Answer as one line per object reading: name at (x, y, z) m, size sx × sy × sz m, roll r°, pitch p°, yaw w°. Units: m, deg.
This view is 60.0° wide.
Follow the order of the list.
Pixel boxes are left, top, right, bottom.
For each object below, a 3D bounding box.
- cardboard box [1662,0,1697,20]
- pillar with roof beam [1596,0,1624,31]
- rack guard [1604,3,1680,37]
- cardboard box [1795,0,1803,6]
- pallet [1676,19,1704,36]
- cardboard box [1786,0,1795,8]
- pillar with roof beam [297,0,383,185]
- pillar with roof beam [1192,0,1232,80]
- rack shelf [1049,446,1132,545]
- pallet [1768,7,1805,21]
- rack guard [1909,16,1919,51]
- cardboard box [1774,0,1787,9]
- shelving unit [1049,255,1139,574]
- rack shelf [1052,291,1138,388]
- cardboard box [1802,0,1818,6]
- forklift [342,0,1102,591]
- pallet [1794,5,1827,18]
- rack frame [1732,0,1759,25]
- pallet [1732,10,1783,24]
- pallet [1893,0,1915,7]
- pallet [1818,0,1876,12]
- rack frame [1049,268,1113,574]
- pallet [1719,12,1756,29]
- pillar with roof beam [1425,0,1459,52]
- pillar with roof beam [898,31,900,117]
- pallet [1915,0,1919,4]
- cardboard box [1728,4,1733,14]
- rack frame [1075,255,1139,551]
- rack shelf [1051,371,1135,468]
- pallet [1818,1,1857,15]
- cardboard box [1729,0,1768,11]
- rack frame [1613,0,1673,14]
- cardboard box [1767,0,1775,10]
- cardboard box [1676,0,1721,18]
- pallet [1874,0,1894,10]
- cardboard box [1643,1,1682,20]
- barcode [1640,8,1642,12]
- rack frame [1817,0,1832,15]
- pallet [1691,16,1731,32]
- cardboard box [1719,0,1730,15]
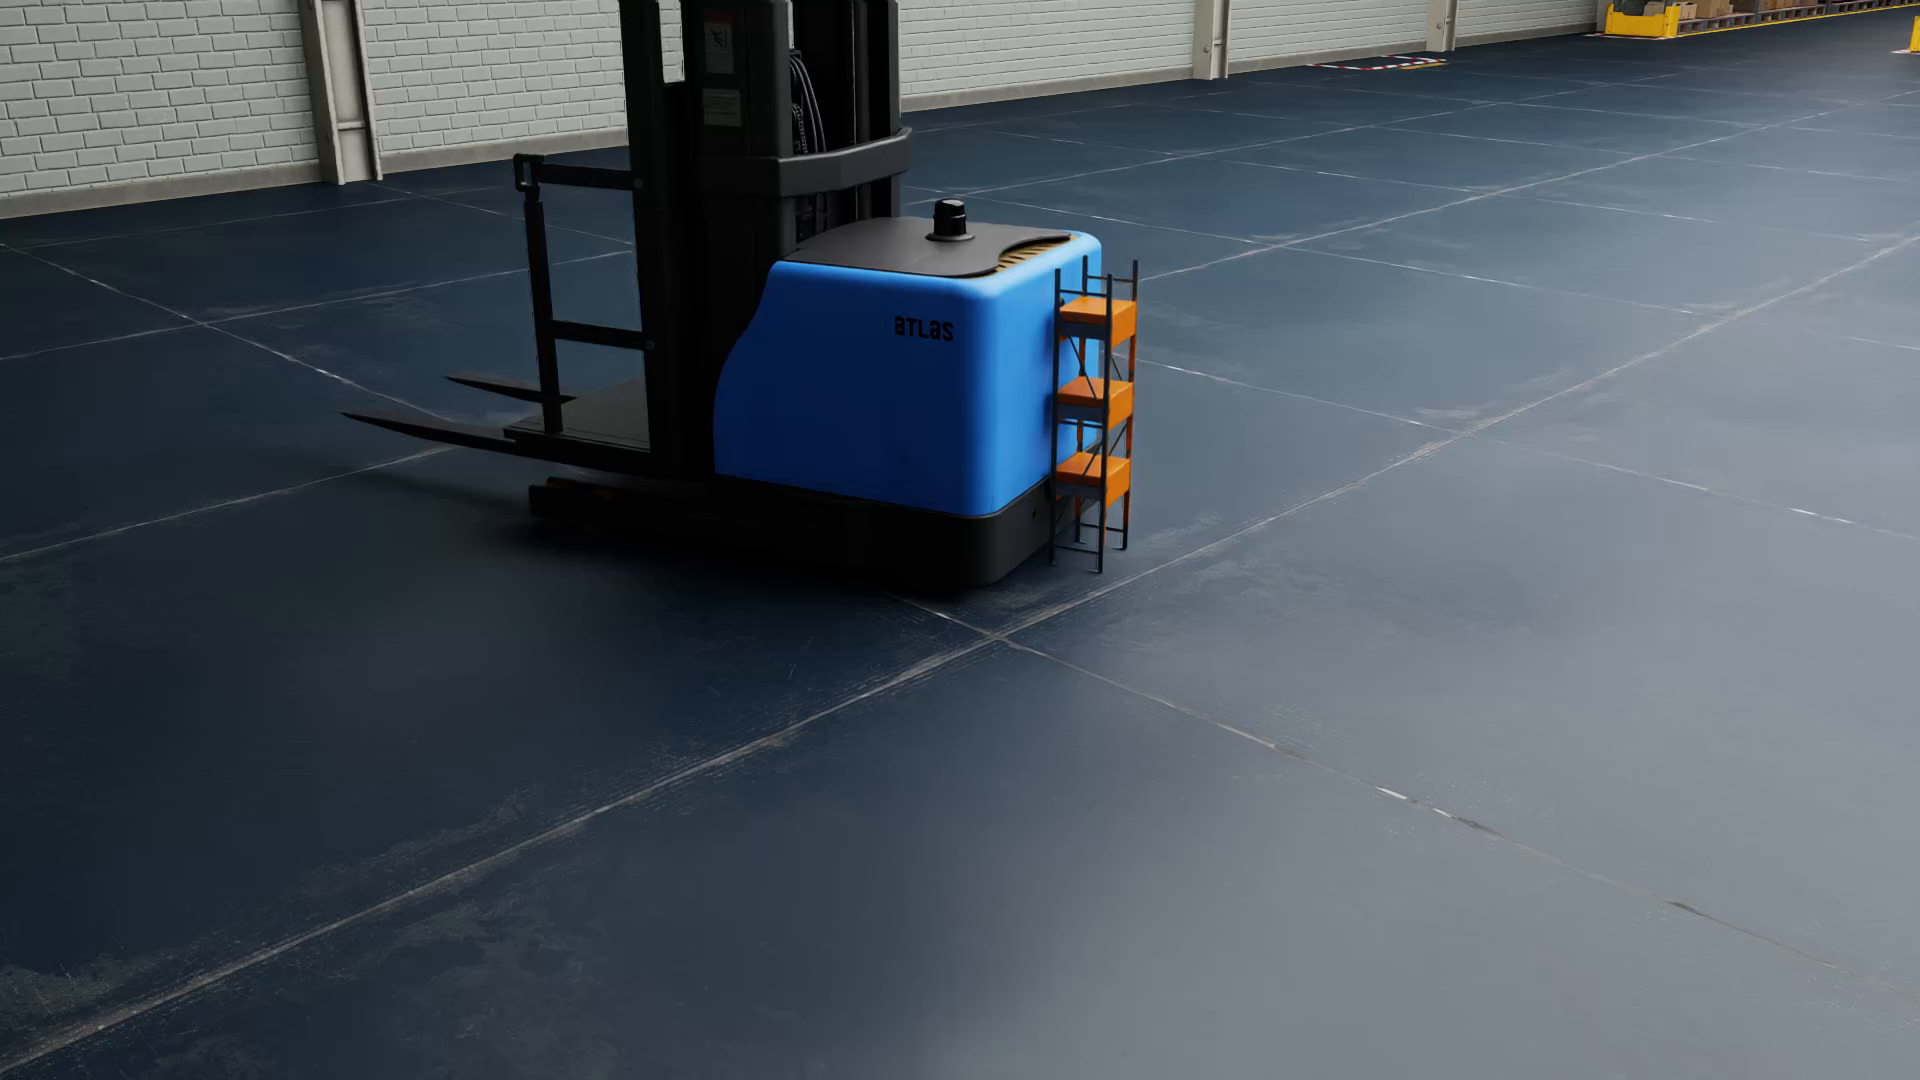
cardboard box at (12.737, -9.436, 29.579) m, size 0.500 × 0.311 × 0.500 m, roll -17°, pitch 27°, yaw -38°
pillar with roof beam at (14.745, -12.303, 25.542) m, size 9.100 × 9.000 × 0.400 m, roll 19°, pitch 28°, yaw 41°
rack guard at (11.845, -9.037, 28.889) m, size 1.175 × 0.500 × 0.348 m, roll 19°, pitch 28°, yaw 41°
cardboard box at (16.466, -10.978, 33.325) m, size 0.700 × 0.500 × 0.500 m, roll 19°, pitch 28°, yaw 41°
pallet at (12.437, -9.102, 29.461) m, size 1.003 × 0.211 × 1.213 m, roll 19°, pitch 28°, yaw 41°
cardboard box at (16.139, -10.843, 32.975) m, size 0.700 × 0.500 × 0.500 m, roll 19°, pitch 28°, yaw 40°
pillar with roof beam at (-1.997, -6.134, 9.491) m, size 9.100 × 9.000 × 0.400 m, roll 19°, pitch 28°, yaw 41°
pillar with roof beam at (6.374, -9.219, 17.516) m, size 9.100 × 9.000 × 0.400 m, roll 19°, pitch 28°, yaw 41°
rack shelf at (0.458, -0.158, 5.826) m, size 0.215 × 0.259 × 0.240 m, roll 10°, pitch 23°, yaw 24°
pallet at (15.976, -10.426, 32.907) m, size 1.003 × 0.211 × 1.213 m, roll 19°, pitch 28°, yaw 41°
rack guard at (15.327, -7.772, 25.599) m, size 1.175 × 0.500 × 0.348 m, roll 19°, pitch 28°, yaw 41°
cardboard box at (15.794, -10.711, 32.631) m, size 0.700 × 0.500 × 0.500 m, roll 20°, pitch 28°, yaw 41°
shelving unit at (0.458, -0.427, 5.723) m, size 0.215 × 1.050 × 0.252 m, roll 10°, pitch 23°, yaw 24°
rack shelf at (0.458, -0.682, 5.625) m, size 0.215 × 0.259 × 0.240 m, roll 10°, pitch 23°, yaw 24°
cardboard box at (16.908, -11.081, 33.594) m, size 0.500 × 0.500 × 0.700 m, roll -20°, pitch 29°, yaw -41°
forklift at (-1.033, -1.547, 6.014) m, size 3.031 × 2.935 × 1.130 m, roll 10°, pitch 23°, yaw 25°
pallet at (16.827, -10.738, 33.719) m, size 1.003 × 0.211 × 1.213 m, roll 19°, pitch 28°, yaw 41°
rack frame at (14.583, -11.212, 31.065) m, size 1.000 × 3.000 × 0.127 m, roll 19°, pitch 28°, yaw 41°
pallet at (15.125, -10.111, 32.087) m, size 1.003 × 0.211 × 1.213 m, roll 19°, pitch 28°, yaw 41°
pallet at (20.750, -12.143, 37.373) m, size 1.003 × 0.211 × 1.213 m, roll 19°, pitch 28°, yaw 41°
pallet at (18.828, -11.435, 35.530) m, size 1.003 × 0.211 × 1.213 m, roll 19°, pitch 28°, yaw 41°
rack frame at (0.405, -0.388, 5.620) m, size 0.200 × 1.050 × 0.008 m, roll 10°, pitch 23°, yaw 24°
pallet at (14.140, -9.729, 31.093) m, size 1.003 × 0.211 × 1.213 m, roll 19°, pitch 28°, yaw 41°
pillar with roof beam at (10.560, -10.761, 21.529) m, size 9.100 × 9.000 × 0.400 m, roll 19°, pitch 28°, yaw 41°
pillar with roof beam at (2.189, -7.676, 13.504) m, size 9.100 × 9.000 × 0.400 m, roll 19°, pitch 28°, yaw 41°
pallet at (21.601, -12.458, 38.193) m, size 1.003 × 0.211 × 1.213 m, roll 19°, pitch 28°, yaw 41°
cardboard box at (14.231, -9.950, 31.117) m, size 0.380 × 0.166 × 0.250 m, roll 15°, pitch 26°, yaw 34°
rack frame at (0.511, -0.467, 5.825) m, size 0.200 × 1.050 × 0.008 m, roll 10°, pitch 23°, yaw 24°
rack shelf at (0.458, -0.417, 5.726) m, size 0.215 × 0.259 × 0.240 m, roll 10°, pitch 23°, yaw 24°
pallet at (17.977, -11.123, 34.718) m, size 1.003 × 0.211 × 1.213 m, roll 19°, pitch 28°, yaw 41°
cardboard box at (15.084, -10.444, 31.937) m, size 0.500 × 0.500 × 0.700 m, roll -19°, pitch 28°, yaw -40°
rack frame at (11.792, -10.184, 28.390) m, size 1.000 × 3.000 × 0.127 m, roll 19°, pitch 28°, yaw 41°
cardboard box at (15.409, -10.590, 32.316) m, size 0.700 × 0.500 × 0.500 m, roll 19°, pitch 28°, yaw 40°
cardboard box at (13.285, -9.701, 30.003) m, size 0.700 × 0.500 × 0.500 m, roll 17°, pitch 27°, yaw 37°
pallet at (19.679, -11.750, 36.350) m, size 1.003 × 0.211 × 1.213 m, roll 19°, pitch 28°, yaw 41°
cardboard box at (12.340, -9.290, 29.197) m, size 0.500 × 0.311 × 0.500 m, roll 15°, pitch 26°, yaw 35°
barcode at (12.066, -9.399, 29.468) m, size 0.001 × 0.075 × 0.075 m, roll 19°, pitch 28°, yaw 41°
rack frame at (17.373, -12.240, 33.740) m, size 1.000 × 3.000 × 0.127 m, roll 19°, pitch 28°, yaw 41°
pallet at (13.288, -9.414, 30.273) m, size 1.003 × 0.211 × 1.213 m, roll 19°, pitch 28°, yaw 41°
cardboard box at (13.887, -9.974, 30.714) m, size 0.500 × 0.500 × 0.500 m, roll 17°, pitch 27°, yaw 37°
